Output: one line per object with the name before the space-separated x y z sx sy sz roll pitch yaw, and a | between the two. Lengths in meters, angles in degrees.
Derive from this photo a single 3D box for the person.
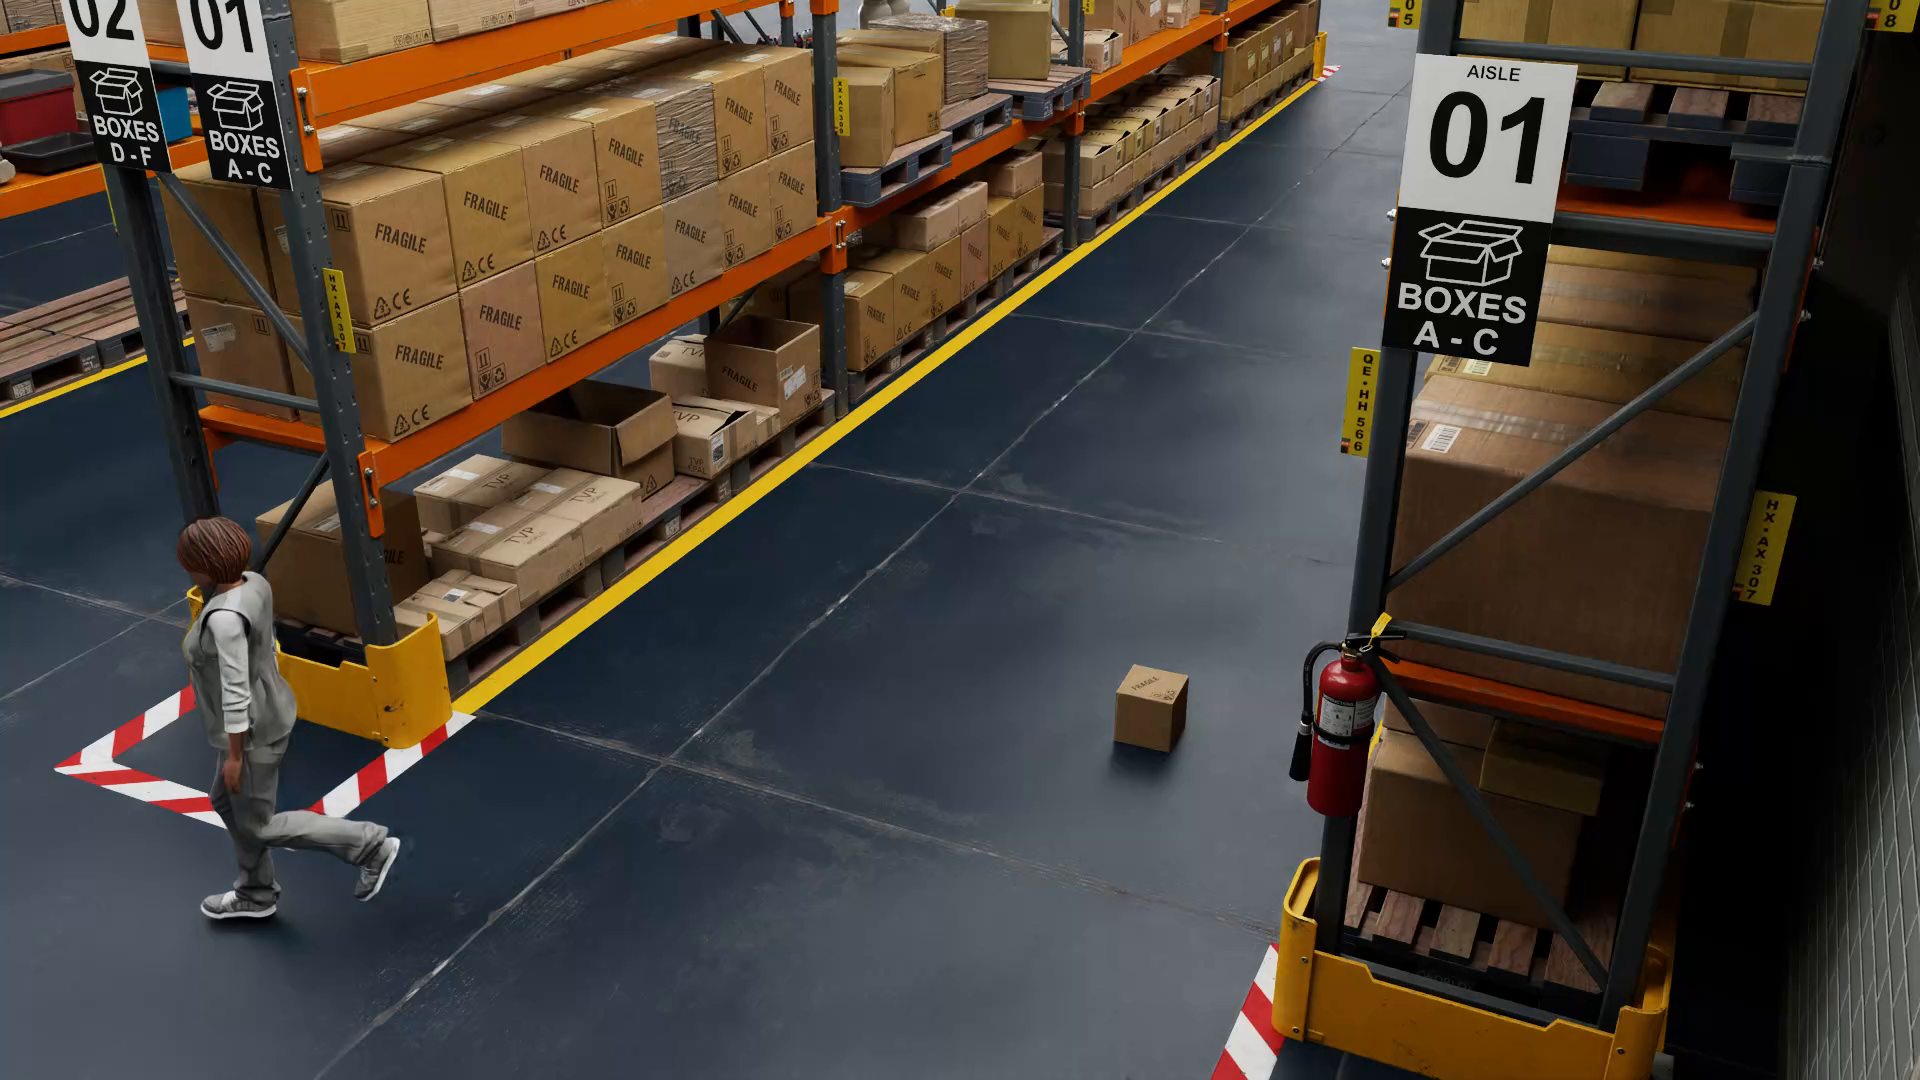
person | -2.409 0.653 5.798 0.746 1.558 0.453 -5 27 -10
